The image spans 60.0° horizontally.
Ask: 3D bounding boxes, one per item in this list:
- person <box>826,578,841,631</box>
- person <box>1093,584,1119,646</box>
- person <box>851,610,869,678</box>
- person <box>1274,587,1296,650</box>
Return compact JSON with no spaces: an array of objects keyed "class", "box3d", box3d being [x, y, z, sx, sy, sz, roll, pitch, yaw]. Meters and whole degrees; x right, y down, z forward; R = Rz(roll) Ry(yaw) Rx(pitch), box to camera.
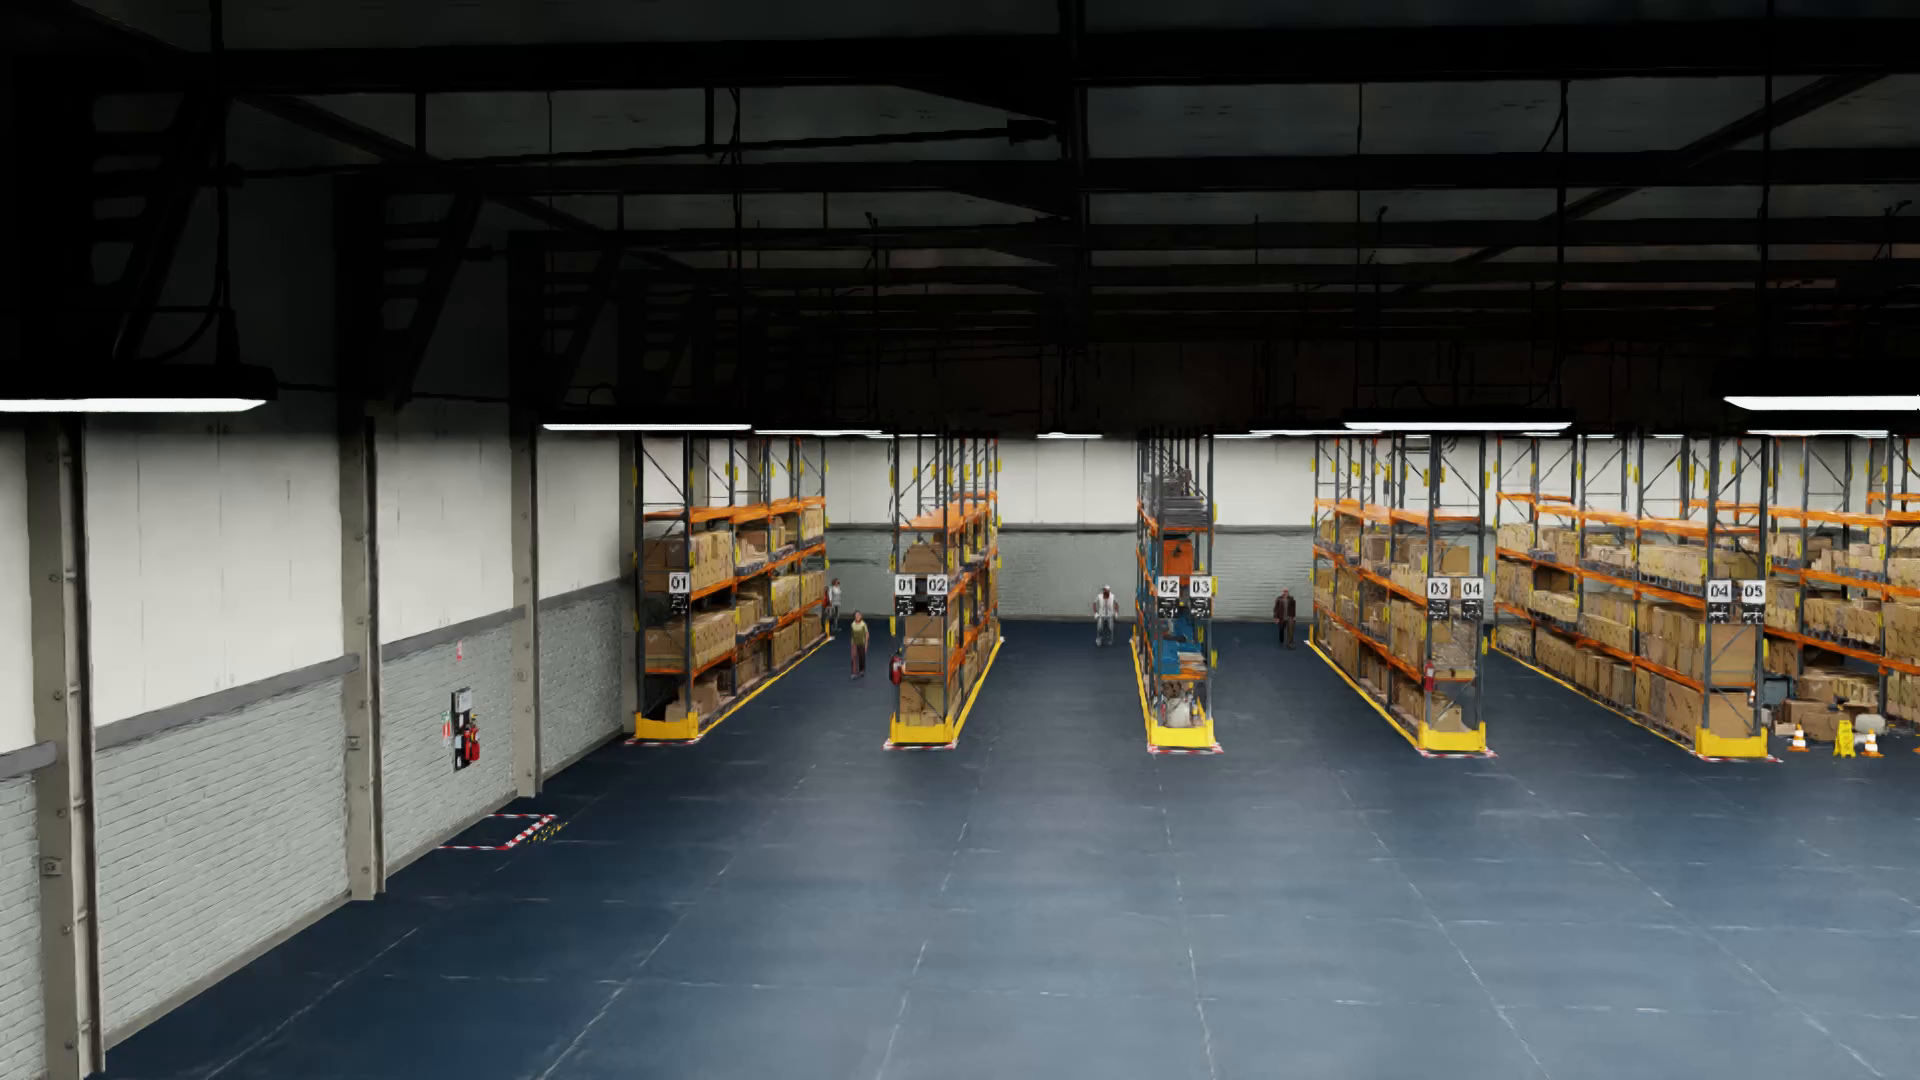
[{"class":"person","box3d":[-3.877,1.935,49.934,0.597,1.591,0.454,-3,5,-41]},{"class":"person","box3d":[4.045,2.091,46.171,0.692,1.733,0.544,0,3,3]},{"class":"person","box3d":[-2.426,2.498,40.163,0.456,1.612,1.019,0,3,4]},{"class":"person","box3d":[8.901,2.120,45.527,0.598,1.698,1.193,0,3,7]}]
